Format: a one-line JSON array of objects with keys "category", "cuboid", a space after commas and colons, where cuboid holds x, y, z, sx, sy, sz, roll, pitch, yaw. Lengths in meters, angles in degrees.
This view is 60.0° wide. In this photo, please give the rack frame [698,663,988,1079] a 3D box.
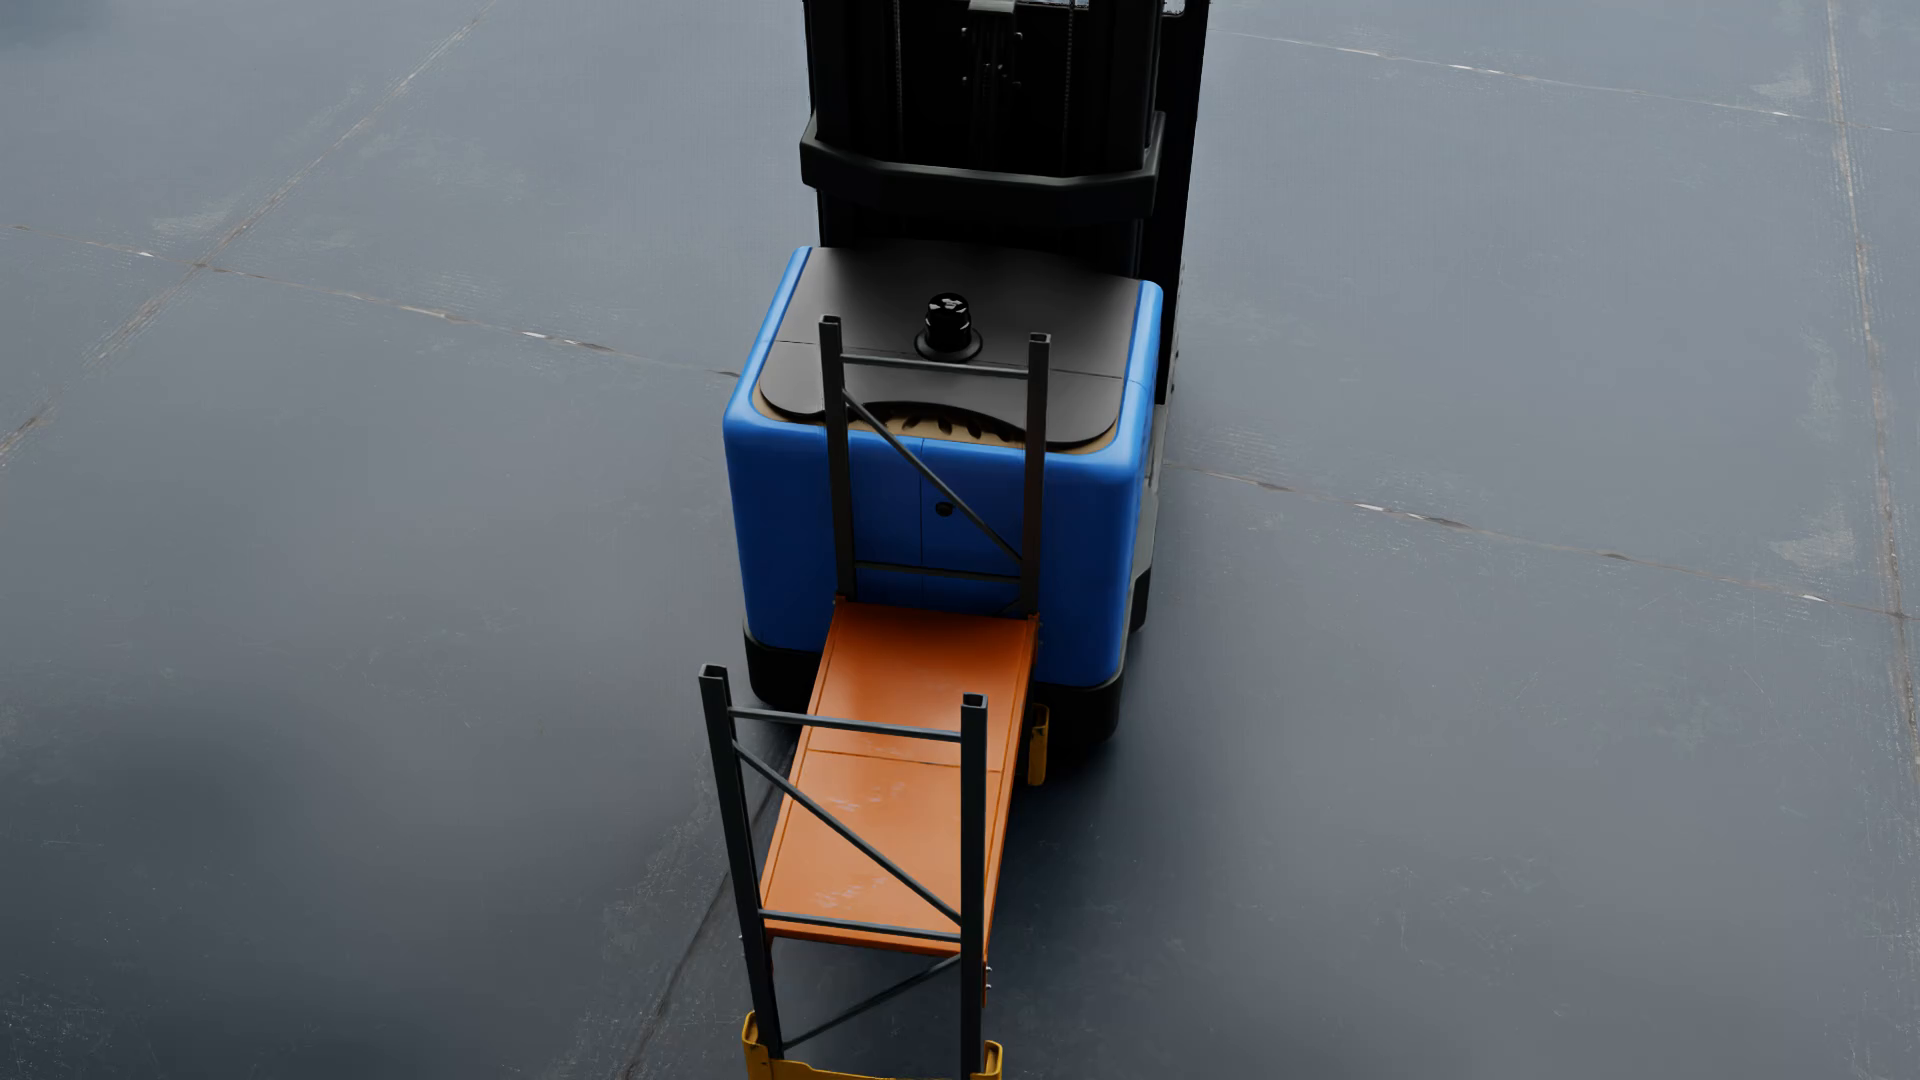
[{"category": "rack frame", "cuboid": [-0.202, 0.786, 3.375, 0.500, 1.500, 0.032, 6, 45, 6]}]

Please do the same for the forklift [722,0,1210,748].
[{"category": "forklift", "cuboid": [0.163, -1.520, 4.708, 1.130, 2.935, 3.031, 7, 45, 7]}]

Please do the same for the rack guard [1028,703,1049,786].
[{"category": "rack guard", "cuboid": [-0.056, 0.530, 4.530, 0.587, 0.250, 0.087, 6, 45, 6]}]

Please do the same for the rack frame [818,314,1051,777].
[{"category": "rack frame", "cuboid": [-0.056, 0.082, 4.094, 0.500, 1.500, 0.032, 6, 45, 6]}]

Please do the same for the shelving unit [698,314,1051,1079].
[{"category": "shelving unit", "cuboid": [-0.127, 0.428, 3.741, 0.587, 1.500, 1.083, 6, 45, 6]}]

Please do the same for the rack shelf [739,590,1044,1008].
[{"category": "rack shelf", "cuboid": [-0.129, 0.562, 3.860, 0.538, 0.185, 1.000, 6, 45, 6]}]

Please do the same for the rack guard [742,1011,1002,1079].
[{"category": "rack guard", "cuboid": [-0.199, 1.219, 3.826, 0.587, 0.250, 0.087, 6, 45, 6]}]
